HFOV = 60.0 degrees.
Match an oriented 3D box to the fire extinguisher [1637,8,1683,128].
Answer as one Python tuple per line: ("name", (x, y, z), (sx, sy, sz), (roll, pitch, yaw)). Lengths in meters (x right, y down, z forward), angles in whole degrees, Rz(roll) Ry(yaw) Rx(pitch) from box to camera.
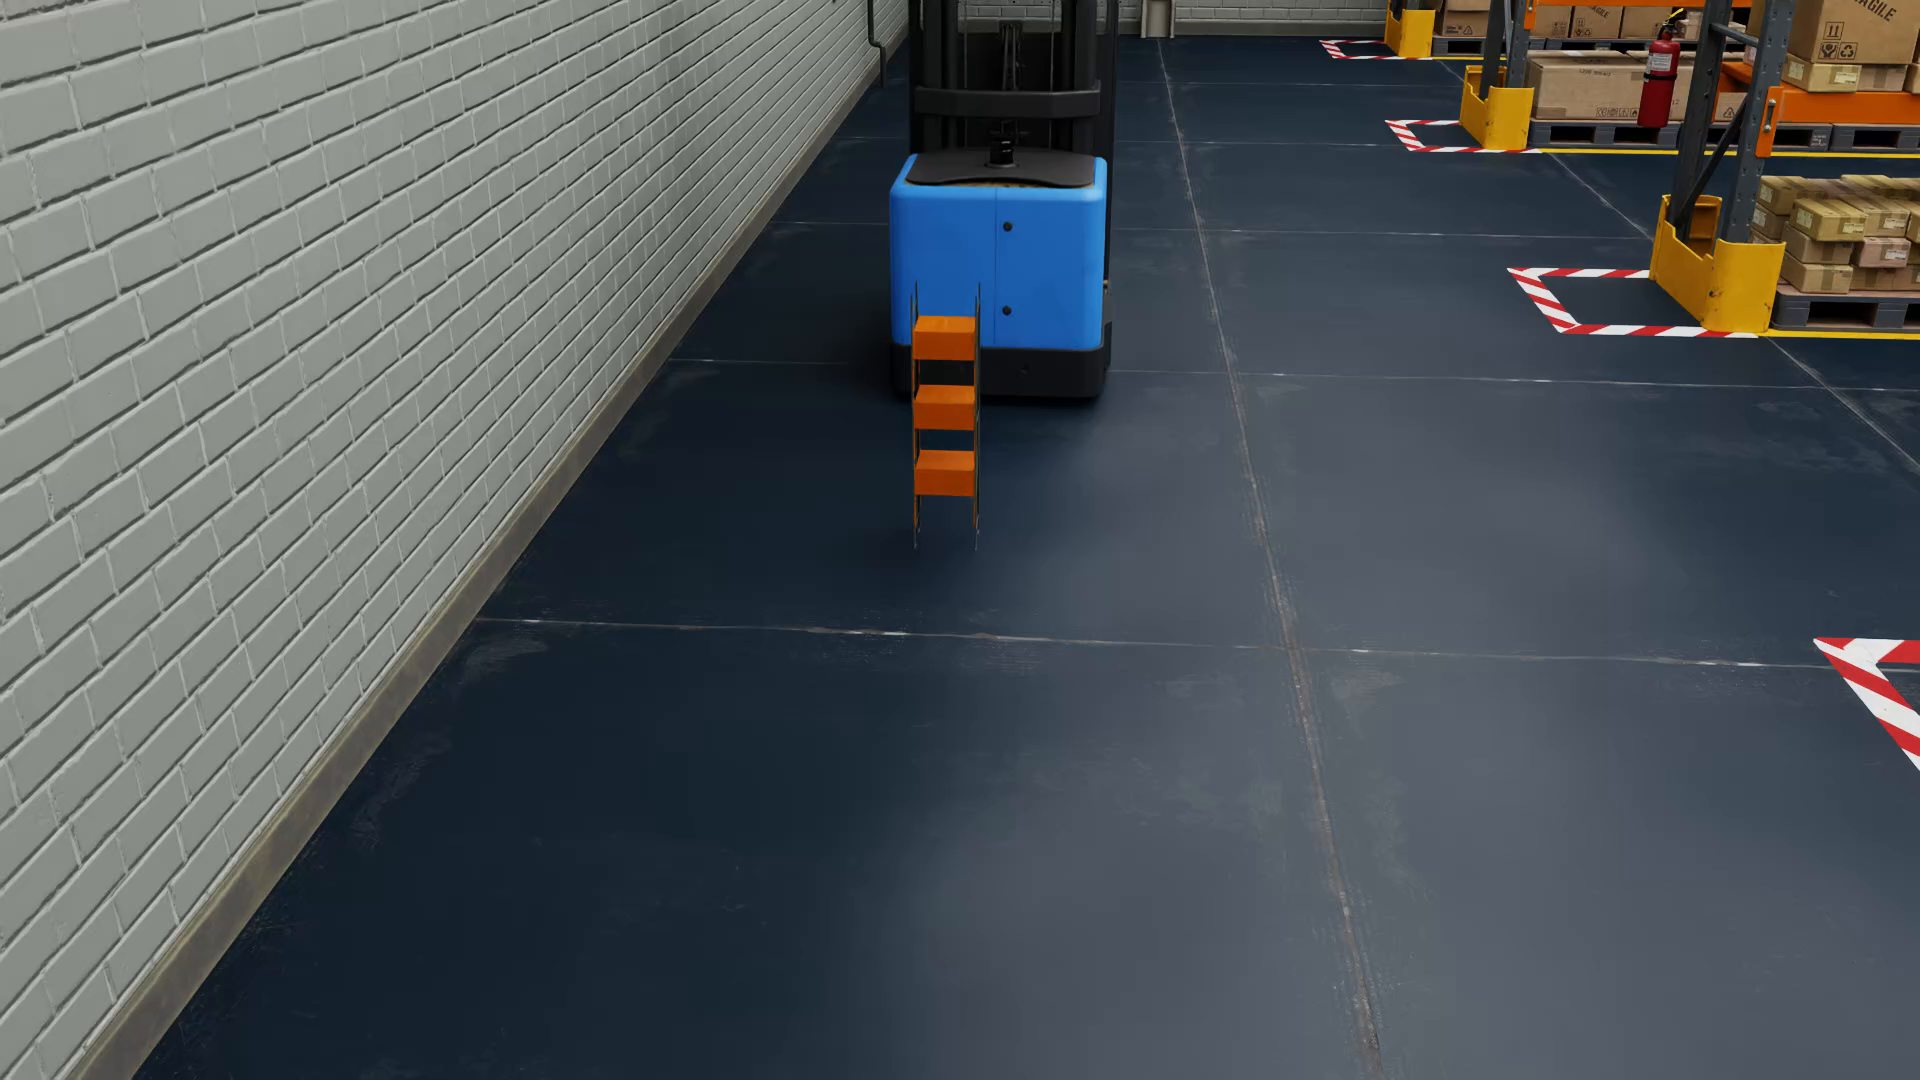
("fire extinguisher", (4.093, -2.759, 9.697), (0.183, 0.674, 0.296), (2, 25, 4))

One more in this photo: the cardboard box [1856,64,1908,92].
("cardboard box", (4.864, -2.512, 8.920), (0.250, 0.149, 0.380), (3, 25, 6))

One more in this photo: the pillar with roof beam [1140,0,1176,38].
("pillar with roof beam", (2.015, -8.292, 14.005), (0.400, 9.000, 9.100), (2, 25, 4))

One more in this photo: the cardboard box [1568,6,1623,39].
("cardboard box", (6.935, -5.793, 18.239), (0.500, 0.500, 0.500), (2, 25, 5))

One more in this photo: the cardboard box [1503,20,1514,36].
("cardboard box", (5.987, -5.706, 18.469), (0.250, 0.149, 0.380), (1, 25, 2))

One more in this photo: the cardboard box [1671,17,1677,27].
("cardboard box", (7.879, -5.800, 18.675), (0.250, 0.149, 0.380), (2, 25, 3))

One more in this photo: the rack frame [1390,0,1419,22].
("rack frame", (4.964, -6.899, 18.154), (0.127, 3.000, 1.000), (2, 25, 4))

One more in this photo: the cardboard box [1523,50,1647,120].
("cardboard box", (5.253, -3.877, 14.151), (0.875, 0.438, 0.875), (1, 25, 2))

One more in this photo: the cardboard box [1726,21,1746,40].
("cardboard box", (8.374, -5.562, 18.157), (0.250, 0.149, 0.380), (1, 25, 2))

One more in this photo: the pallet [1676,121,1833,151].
("pallet", (6.604, -3.530, 14.169), (1.213, 0.211, 1.003), (2, 25, 4))

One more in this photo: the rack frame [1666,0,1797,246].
("rack frame", (4.309, -2.764, 9.167), (0.127, 3.000, 1.000), (2, 25, 4))

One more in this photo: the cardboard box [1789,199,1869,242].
("cardboard box", (4.805, -1.771, 9.207), (0.250, 0.149, 0.380), (1, 25, 2))

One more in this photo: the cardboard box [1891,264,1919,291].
("cardboard box", (5.322, -1.530, 9.394), (0.250, 0.149, 0.380), (2, 25, 5))

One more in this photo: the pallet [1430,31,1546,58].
("pallet", (5.834, -5.604, 18.677), (1.213, 0.211, 1.003), (2, 25, 4))

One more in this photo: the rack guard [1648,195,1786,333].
("rack guard", (4.385, -1.626, 9.685), (0.348, 0.500, 1.175), (2, 25, 4))

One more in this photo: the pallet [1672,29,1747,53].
("pallet", (8.267, -5.526, 18.508), (1.213, 0.211, 1.003), (2, 25, 4))

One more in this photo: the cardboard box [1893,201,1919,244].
("cardboard box", (5.331, -1.751, 9.163), (0.250, 0.149, 0.380), (2, 25, 4))

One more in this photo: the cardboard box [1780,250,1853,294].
("cardboard box", (4.807, -1.509, 9.349), (0.250, 0.149, 0.380), (2, 25, 5))

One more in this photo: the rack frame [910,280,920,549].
("rack frame", (-0.175, -0.483, 6.543), (0.008, 1.050, 0.200), (2, 25, 4))

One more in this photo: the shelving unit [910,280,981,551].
("shelving unit", (-0.053, -0.479, 6.534), (0.252, 1.050, 0.215), (2, 25, 4))

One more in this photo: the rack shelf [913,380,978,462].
("rack shelf", (-0.053, -0.469, 6.539), (0.240, 0.259, 0.215), (2, 25, 4))

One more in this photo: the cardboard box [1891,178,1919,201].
("cardboard box", (5.624, -1.996, 9.696), (0.250, 0.149, 0.380), (1, 25, 2))

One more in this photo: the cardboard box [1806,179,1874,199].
("cardboard box", (5.102, -1.986, 9.675), (0.250, 0.149, 0.380), (2, 25, 5))

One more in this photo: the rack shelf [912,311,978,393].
("rack shelf", (-0.053, -0.727, 6.420), (0.240, 0.259, 0.215), (2, 25, 4))

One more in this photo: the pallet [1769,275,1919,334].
("pallet", (5.192, -1.454, 9.657), (1.213, 0.211, 1.003), (2, 25, 4))

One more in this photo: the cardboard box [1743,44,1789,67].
("cardboard box", (4.656, -2.757, 9.453), (0.250, 0.149, 0.380), (2, 25, 4))

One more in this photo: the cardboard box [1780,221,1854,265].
("cardboard box", (4.812, -1.671, 9.345), (0.250, 0.149, 0.380), (3, 25, 6))

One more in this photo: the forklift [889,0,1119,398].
("forklift", (0.297, -2.603, 8.901), (1.130, 2.935, 3.031), (2, 25, 5))

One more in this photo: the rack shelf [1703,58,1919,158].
("rack shelf", (6.303, -2.373, 9.179), (4.000, 0.370, 1.077), (2, 25, 4))

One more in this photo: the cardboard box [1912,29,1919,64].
("cardboard box", (5.271, -2.808, 8.789), (0.500, 0.500, 0.500), (2, 25, 4))

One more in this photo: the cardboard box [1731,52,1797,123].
("cardboard box", (7.065, -3.822, 14.030), (0.875, 0.438, 0.875), (1, 25, 2))

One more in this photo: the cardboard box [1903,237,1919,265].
("cardboard box", (5.331, -1.667, 9.337), (0.250, 0.149, 0.380), (2, 25, 5))
